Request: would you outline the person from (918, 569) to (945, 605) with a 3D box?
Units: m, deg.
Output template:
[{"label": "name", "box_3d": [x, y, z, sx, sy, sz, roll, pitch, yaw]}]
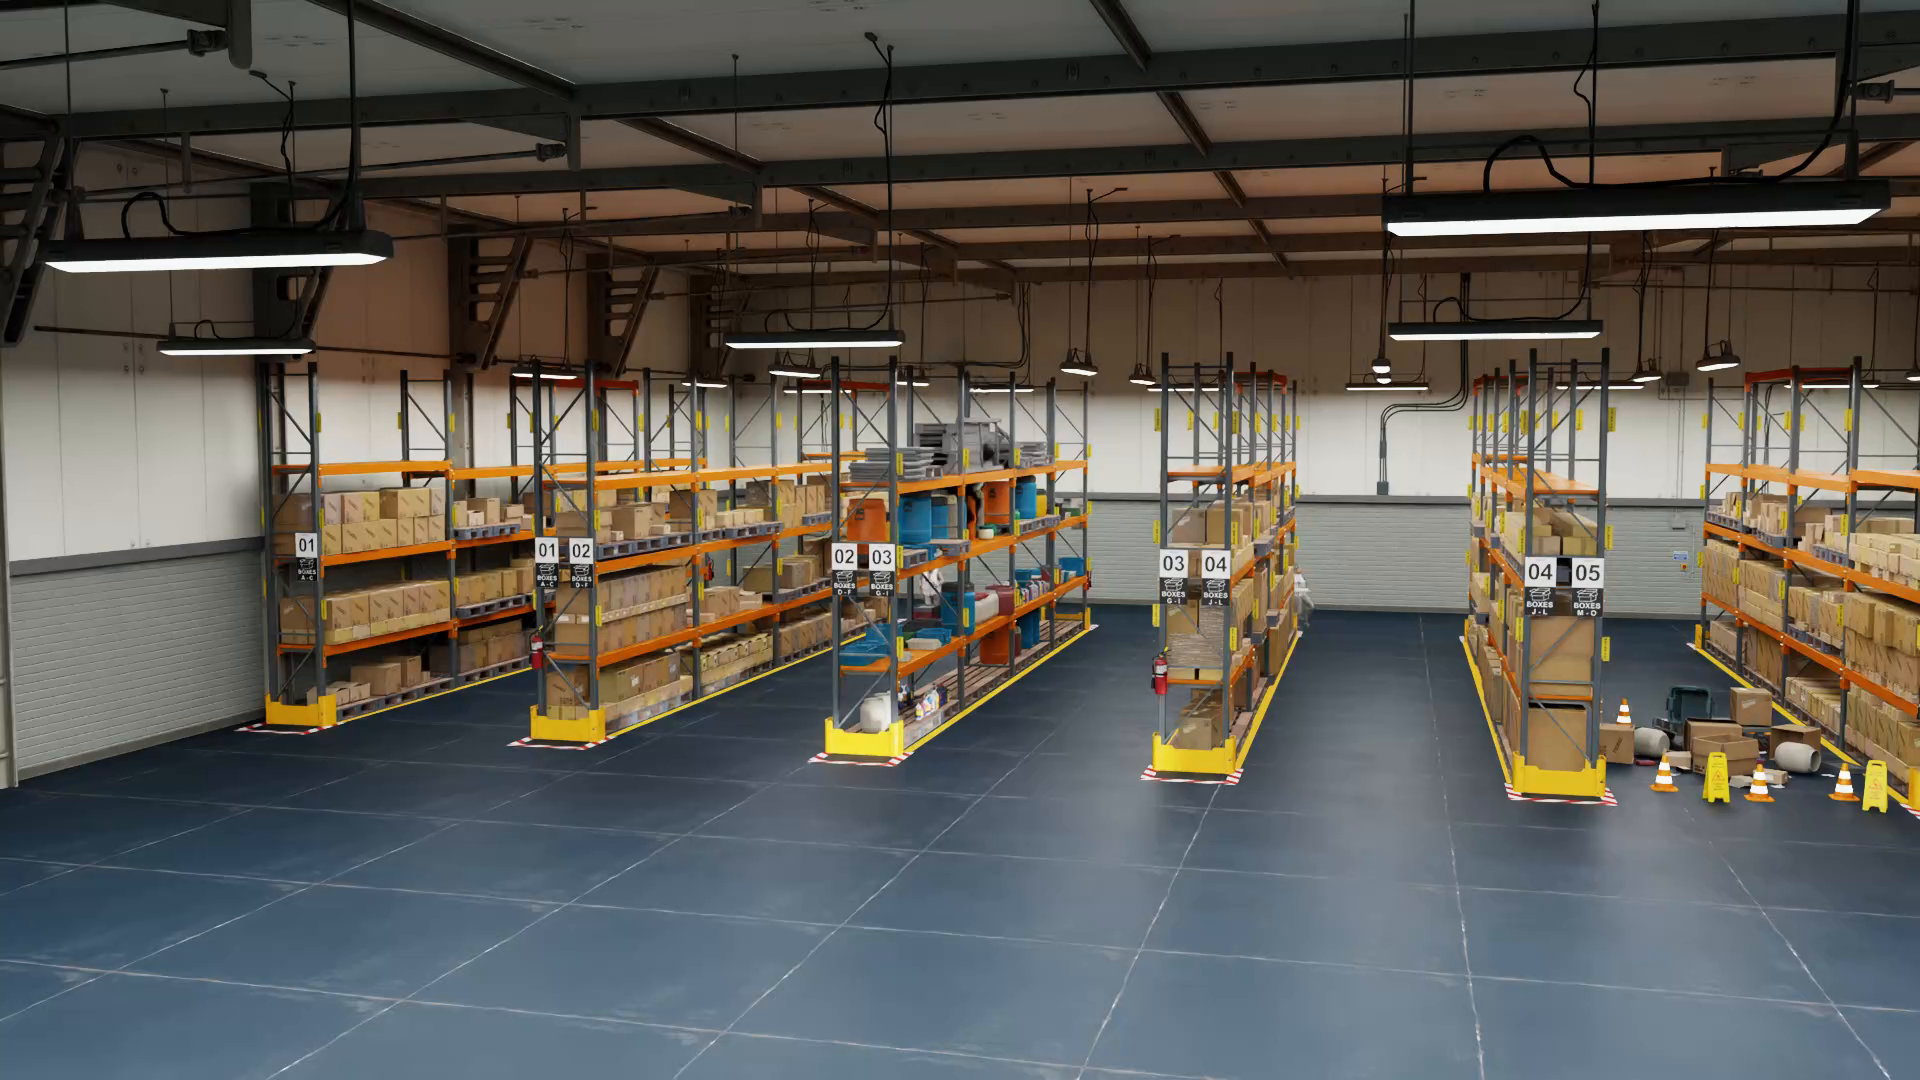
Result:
[{"label": "person", "box_3d": [-0.699, 1.310, 40.045, 0.671, 1.781, 0.822, 1, 4, 9]}]

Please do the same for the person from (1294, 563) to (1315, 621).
[{"label": "person", "box_3d": [8.196, 1.314, 40.067, 0.640, 1.558, 0.564, 4, 6, 45]}]
